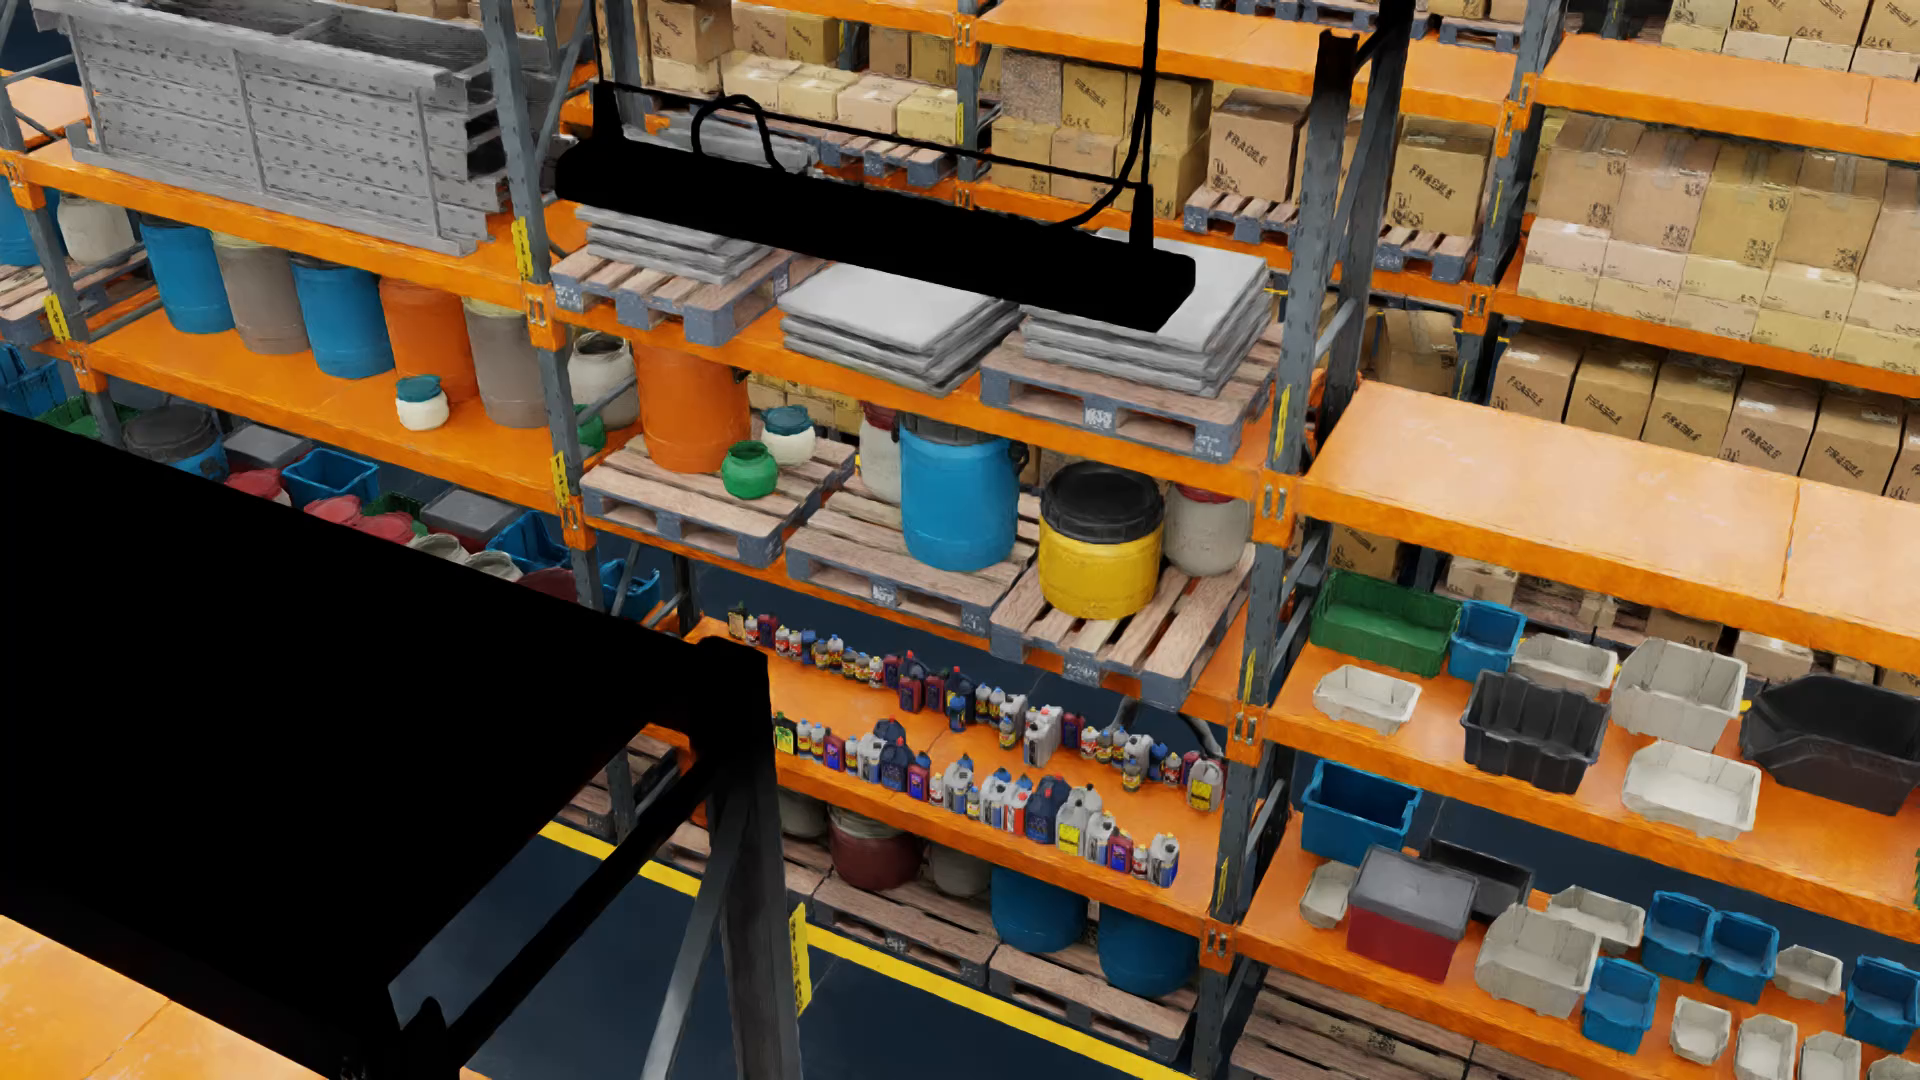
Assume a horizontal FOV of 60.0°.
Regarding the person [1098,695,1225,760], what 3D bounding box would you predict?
[{"bbox_3d":[1.356,0.879,11.274,1.037,1.517,0.417,18,39,24],"label":"person"}]
